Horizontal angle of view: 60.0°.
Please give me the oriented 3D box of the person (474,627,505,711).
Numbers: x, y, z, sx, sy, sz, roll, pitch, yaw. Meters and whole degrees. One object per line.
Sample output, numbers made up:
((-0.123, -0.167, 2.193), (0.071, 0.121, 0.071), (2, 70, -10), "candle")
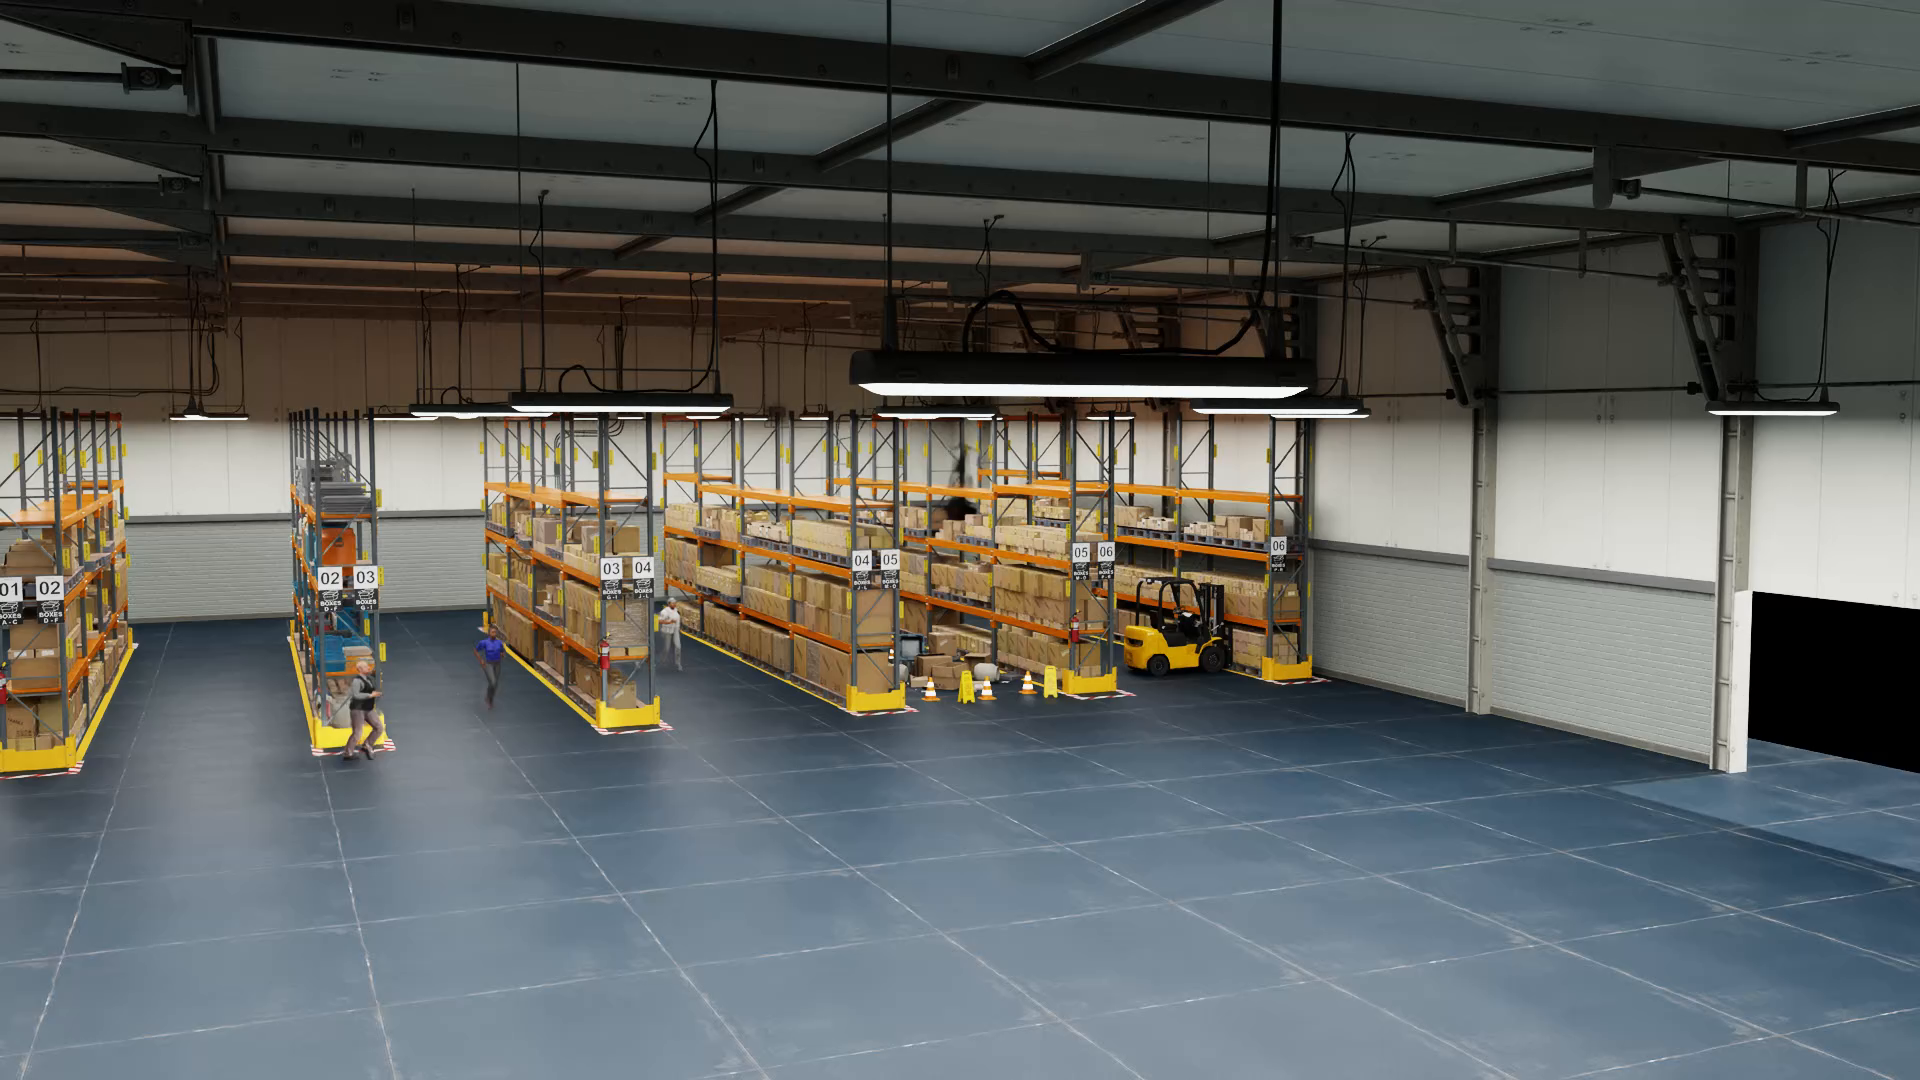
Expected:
((-9.357, 2.581, 33.274), (0.719, 1.693, 0.551), (4, 6, 44), "person")

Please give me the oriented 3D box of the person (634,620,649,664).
((-7.578, 2.121, 39.007), (0.676, 1.627, 0.535), (-2, 4, -27), "person")

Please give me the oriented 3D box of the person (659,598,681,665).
((-6.785, 2.119, 38.711), (0.554, 1.556, 0.682), (-4, 5, -41), "person")

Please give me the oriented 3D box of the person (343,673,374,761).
((-10.132, 2.999, 28.161), (0.546, 1.530, 0.673), (1, 4, 11), "person")
